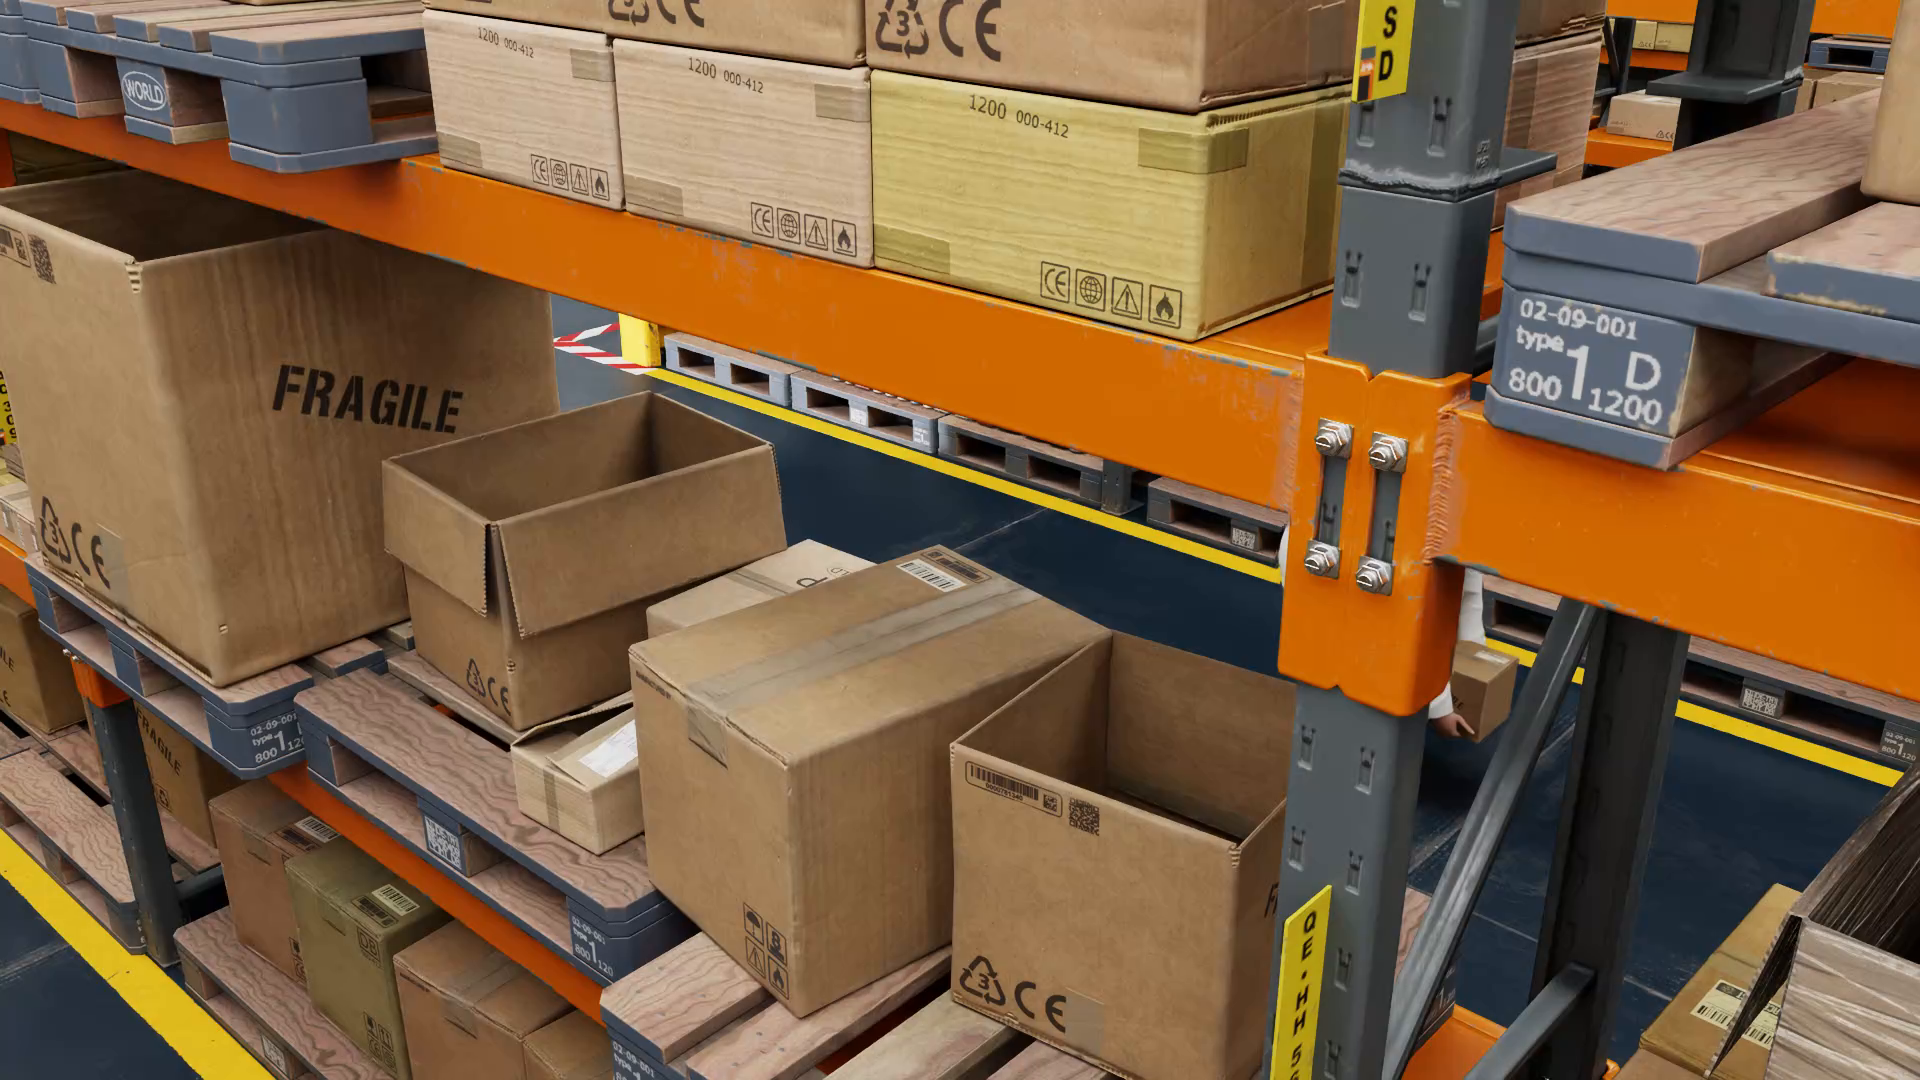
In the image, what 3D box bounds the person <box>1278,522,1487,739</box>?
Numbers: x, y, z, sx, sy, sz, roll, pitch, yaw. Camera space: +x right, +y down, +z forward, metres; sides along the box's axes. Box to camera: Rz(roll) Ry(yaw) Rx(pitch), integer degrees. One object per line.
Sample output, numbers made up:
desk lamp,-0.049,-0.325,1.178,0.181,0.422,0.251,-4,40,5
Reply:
person,1.604,0.340,6.109,0.934,1.162,0.583,18,29,35
